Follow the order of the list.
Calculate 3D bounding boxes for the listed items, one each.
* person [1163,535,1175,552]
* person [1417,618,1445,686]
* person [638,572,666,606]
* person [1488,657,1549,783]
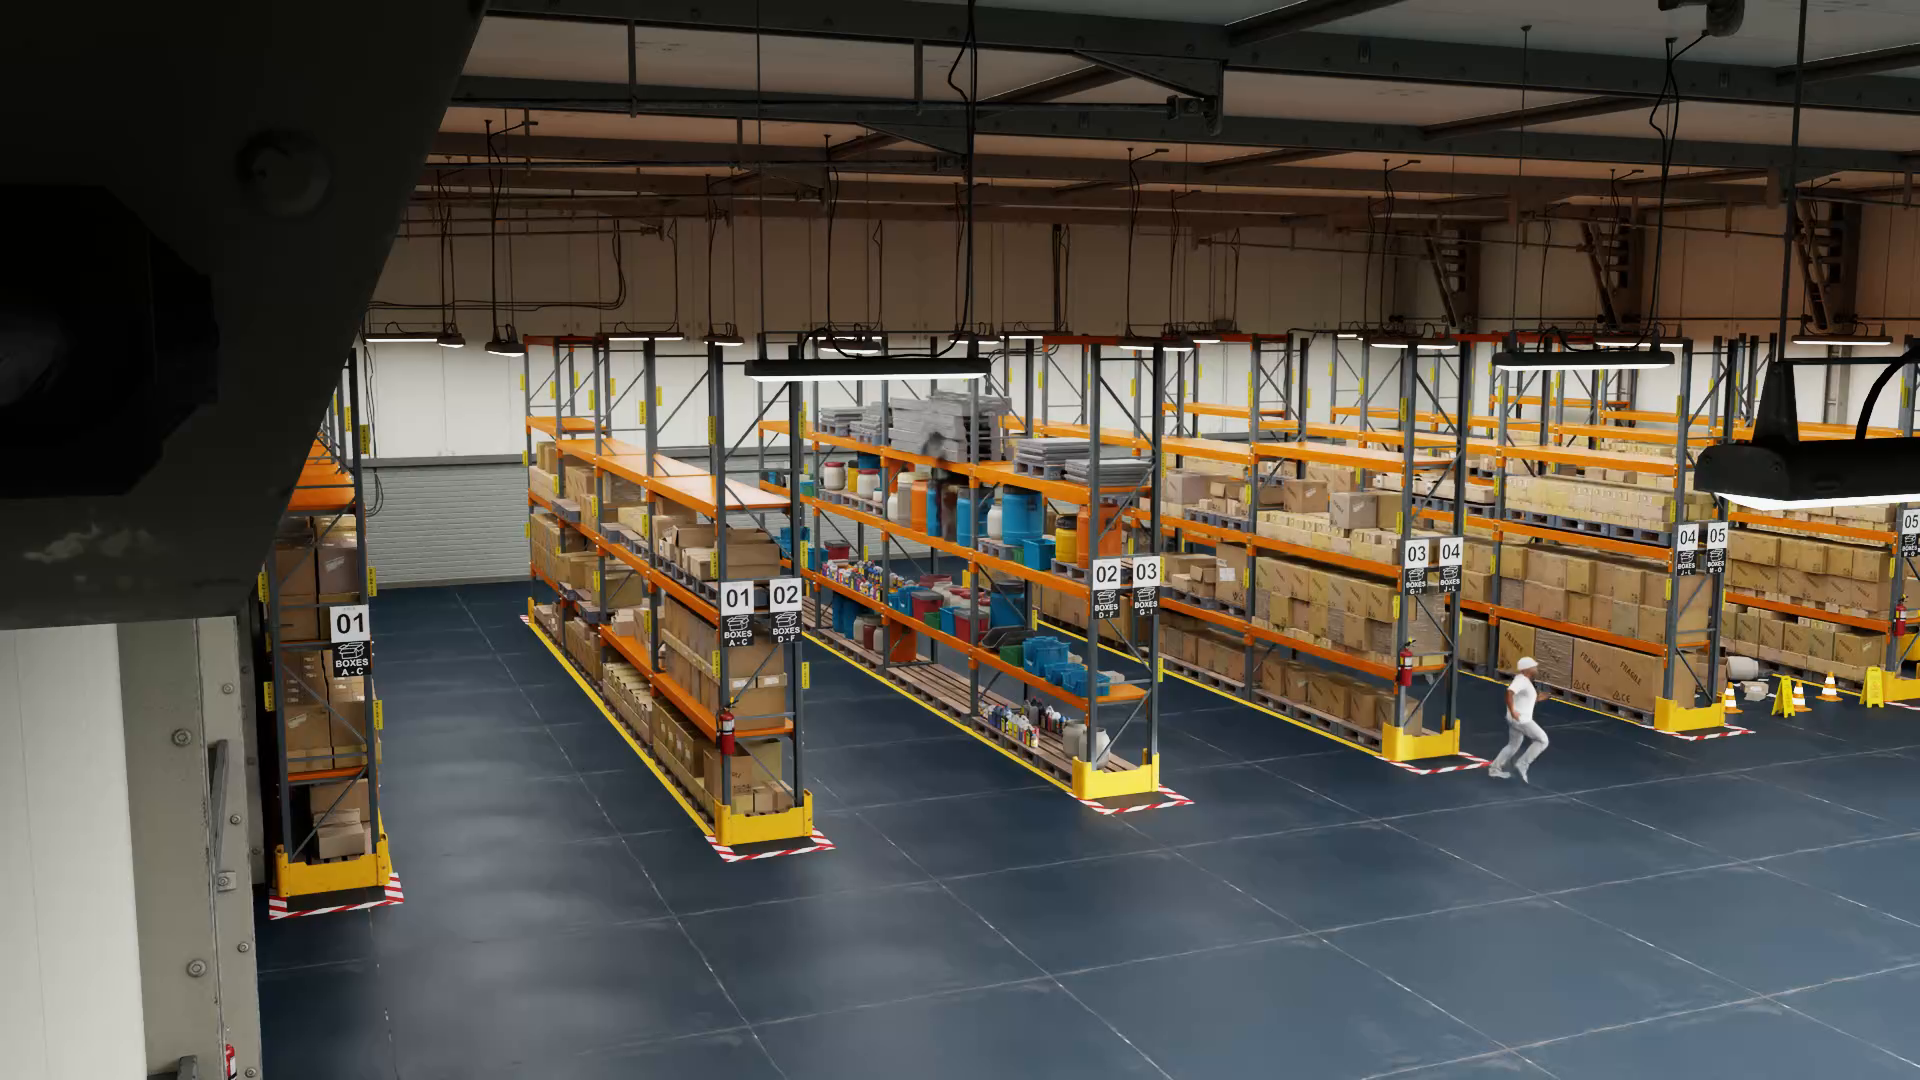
[{"bbox_3d":[5.331,-0.083,41.979,0.569,1.647,0.926,7,10,42],"label":"person"},{"bbox_3d":[8.138,1.618,29.003,0.566,1.708,0.878,-3,8,-23],"label":"person"},{"bbox_3d":[-6.450,0.906,34.904,0.608,1.606,0.633,7,11,44],"label":"person"},{"bbox_3d":[7.639,2.451,22.693,0.786,1.727,0.671,1,8,6],"label":"person"}]
